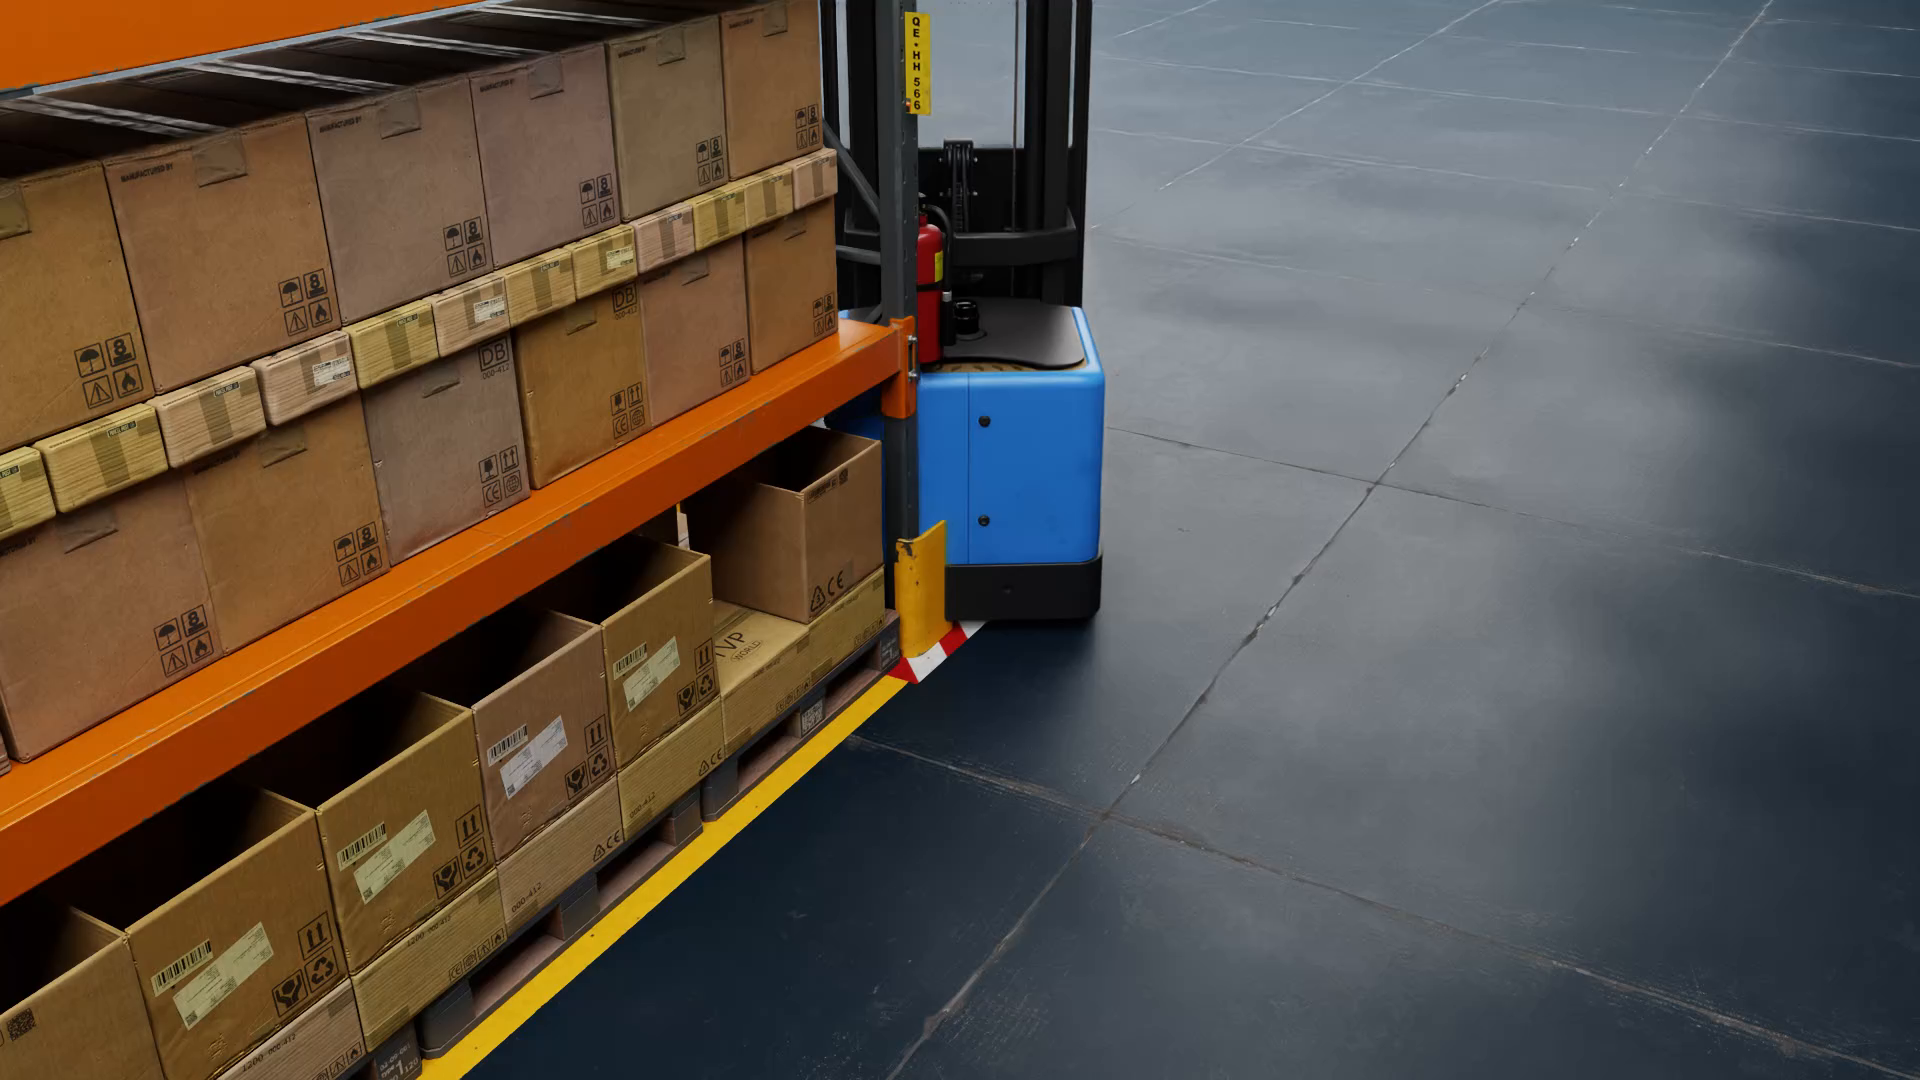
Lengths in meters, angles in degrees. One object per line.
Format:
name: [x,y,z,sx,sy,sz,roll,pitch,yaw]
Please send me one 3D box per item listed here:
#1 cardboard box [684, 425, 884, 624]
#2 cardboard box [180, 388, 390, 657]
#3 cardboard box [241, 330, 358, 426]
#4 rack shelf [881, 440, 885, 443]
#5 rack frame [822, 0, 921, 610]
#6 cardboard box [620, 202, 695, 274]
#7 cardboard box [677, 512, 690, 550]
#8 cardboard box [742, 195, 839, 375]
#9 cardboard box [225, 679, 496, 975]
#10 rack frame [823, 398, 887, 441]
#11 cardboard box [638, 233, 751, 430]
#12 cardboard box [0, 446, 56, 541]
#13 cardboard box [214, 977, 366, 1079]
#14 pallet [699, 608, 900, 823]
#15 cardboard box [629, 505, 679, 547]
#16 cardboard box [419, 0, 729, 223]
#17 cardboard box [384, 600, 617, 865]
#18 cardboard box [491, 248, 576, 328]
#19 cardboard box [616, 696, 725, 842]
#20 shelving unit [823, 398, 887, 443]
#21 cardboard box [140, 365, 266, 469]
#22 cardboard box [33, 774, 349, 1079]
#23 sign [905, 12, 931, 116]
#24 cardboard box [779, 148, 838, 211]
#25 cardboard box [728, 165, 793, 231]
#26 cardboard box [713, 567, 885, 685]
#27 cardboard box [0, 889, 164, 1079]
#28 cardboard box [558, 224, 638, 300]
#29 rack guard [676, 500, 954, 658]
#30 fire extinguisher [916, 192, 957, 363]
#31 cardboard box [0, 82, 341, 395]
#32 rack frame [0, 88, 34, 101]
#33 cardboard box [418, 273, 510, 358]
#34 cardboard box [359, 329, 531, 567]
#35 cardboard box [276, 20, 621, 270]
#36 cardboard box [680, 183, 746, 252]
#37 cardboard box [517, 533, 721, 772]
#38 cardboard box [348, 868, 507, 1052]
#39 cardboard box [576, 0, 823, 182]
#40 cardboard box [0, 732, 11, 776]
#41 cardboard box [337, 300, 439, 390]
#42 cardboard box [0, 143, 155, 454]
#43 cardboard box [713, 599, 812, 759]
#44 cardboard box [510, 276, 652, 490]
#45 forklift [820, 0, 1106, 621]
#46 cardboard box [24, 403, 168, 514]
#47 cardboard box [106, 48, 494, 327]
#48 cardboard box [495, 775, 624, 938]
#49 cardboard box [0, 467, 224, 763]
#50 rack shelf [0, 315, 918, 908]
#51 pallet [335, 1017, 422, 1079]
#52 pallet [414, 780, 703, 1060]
cardboard box: [-0.611,-0.085,5.833,0.500,0.500,0.500,14,30,26]
cardboard box: [-1.857,-0.128,4.042,0.700,0.500,0.500,15,30,27]
cardboard box: [-1.643,-0.407,3.875,0.380,0.149,0.250,13,30,25]
rack shelf: [-0.329,-0.386,6.229,0.258,0.077,0.200,-7,34,15]
rack frame: [-0.606,-1.066,6.028,1.000,3.000,0.127,14,30,26]
cardboard box: [-1.007,-0.910,4.881,0.380,0.149,0.250,15,30,27]
cardboard box: [-1.064,0.136,6.230,0.500,0.250,0.500,14,30,26]
cardboard box: [-0.847,-0.931,5.648,0.700,0.500,0.500,14,30,26]
cardboard box: [-1.582,0.698,4.269,0.500,0.500,0.500,14,30,26]
rack frame: [-0.284,-0.137,6.277,0.240,0.900,0.006,-7,34,15]
cardboard box: [-1.101,-0.726,5.237,0.700,0.500,0.500,15,30,27]
cardboard box: [-2.024,-0.103,3.268,0.380,0.149,0.250,13,30,25]
cardboard box: [-1.832,1.227,4.050,0.500,0.250,0.500,14,30,26]
pallet: [-0.946,0.488,6.038,1.003,0.211,1.213,14,30,26]
cardboard box: [-1.308,-0.004,5.672,0.500,0.500,0.500,14,30,26]
cardboard box: [-1.127,-1.285,4.904,0.700,0.500,0.500,13,30,25]
cardboard box: [-1.337,0.503,4.660,0.500,0.500,0.500,14,30,26]
cardboard box: [-1.264,-0.705,4.470,0.380,0.149,0.250,15,30,27]
cardboard box: [-1.093,0.643,5.217,0.500,0.250,0.500,14,30,26]
shelving unit: [-0.269,-0.197,6.358,0.258,0.900,0.210,-7,34,15]
cardboard box: [-1.772,-0.302,3.666,0.380,0.149,0.250,13,29,24]
cardboard box: [-1.834,0.891,3.884,0.500,0.500,0.500,14,30,26]
sign: [-0.141,-1.565,5.466,0.100,0.325,0.005,14,30,26]
cardboard box: [-0.628,-1.210,5.479,0.380,0.149,0.250,14,30,25]
cardboard box: [-0.756,-1.107,5.275,0.380,0.149,0.250,15,30,27]
cardboard box: [-0.613,0.250,6.002,0.500,0.250,0.500,14,30,26]
cardboard box: [-2.073,1.088,3.491,0.500,0.500,0.500,14,30,26]
cardboard box: [-1.136,-0.808,4.676,0.380,0.149,0.250,15,30,28]
rack guard: [-0.595,0.043,6.606,1.175,0.500,0.348,14,30,26]
fire extinguisher: [-0.144,-0.975,5.933,0.296,0.674,0.183,14,30,26]
cardboard box: [-1.867,-0.698,3.733,0.700,0.500,0.500,14,30,26]
rack frame: [-4.917,-2.158,8.210,1.000,3.000,0.127,14,30,26]
cardboard box: [-1.390,-0.605,4.271,0.380,0.149,0.250,14,30,25]
cardboard box: [-1.606,-0.327,4.441,0.700,0.500,0.500,15,30,28]
cardboard box: [-1.375,-1.088,4.512,0.700,0.500,0.500,14,30,26]
cardboard box: [-0.882,-1.008,5.076,0.380,0.149,0.250,14,30,25]
cardboard box: [-1.090,0.308,5.048,0.500,0.500,0.500,14,30,26]
cardboard box: [-1.581,1.033,4.437,0.500,0.250,0.500,14,30,26]
cardboard box: [-0.873,-1.491,5.316,0.700,0.500,0.500,14,30,26]
cardboard box: [-2.361,0.274,3.240,0.700,0.500,0.500,13,30,25]
cardboard box: [-1.514,-0.508,4.078,0.380,0.149,0.250,14,30,26]
cardboard box: [-2.114,-0.503,3.343,0.700,0.500,0.500,14,30,26]
cardboard box: [-0.849,0.448,5.607,0.500,0.250,0.500,14,30,26]
cardboard box: [-1.351,-0.533,4.853,0.700,0.500,0.500,14,30,26]
forklift: [-0.026,-1.610,7.192,1.130,2.935,3.031,-1,27,-2]
cardboard box: [-1.897,-0.205,3.472,0.380,0.149,0.250,14,30,26]
cardboard box: [-1.621,-0.893,4.122,0.700,0.500,0.500,14,30,26]
cardboard box: [-1.340,0.837,4.829,0.500,0.250,0.500,14,30,26]
cardboard box: [-2.108,0.067,3.653,0.700,0.500,0.500,14,30,26]
rack shelf: [-1.590,0.035,4.632,1.077,0.370,4.000,14,30,26]
pallet: [-2.146,1.439,4.139,1.003,0.211,1.213,14,30,26]
pallet: [-1.547,0.962,5.092,1.003,0.211,1.213,14,30,26]
